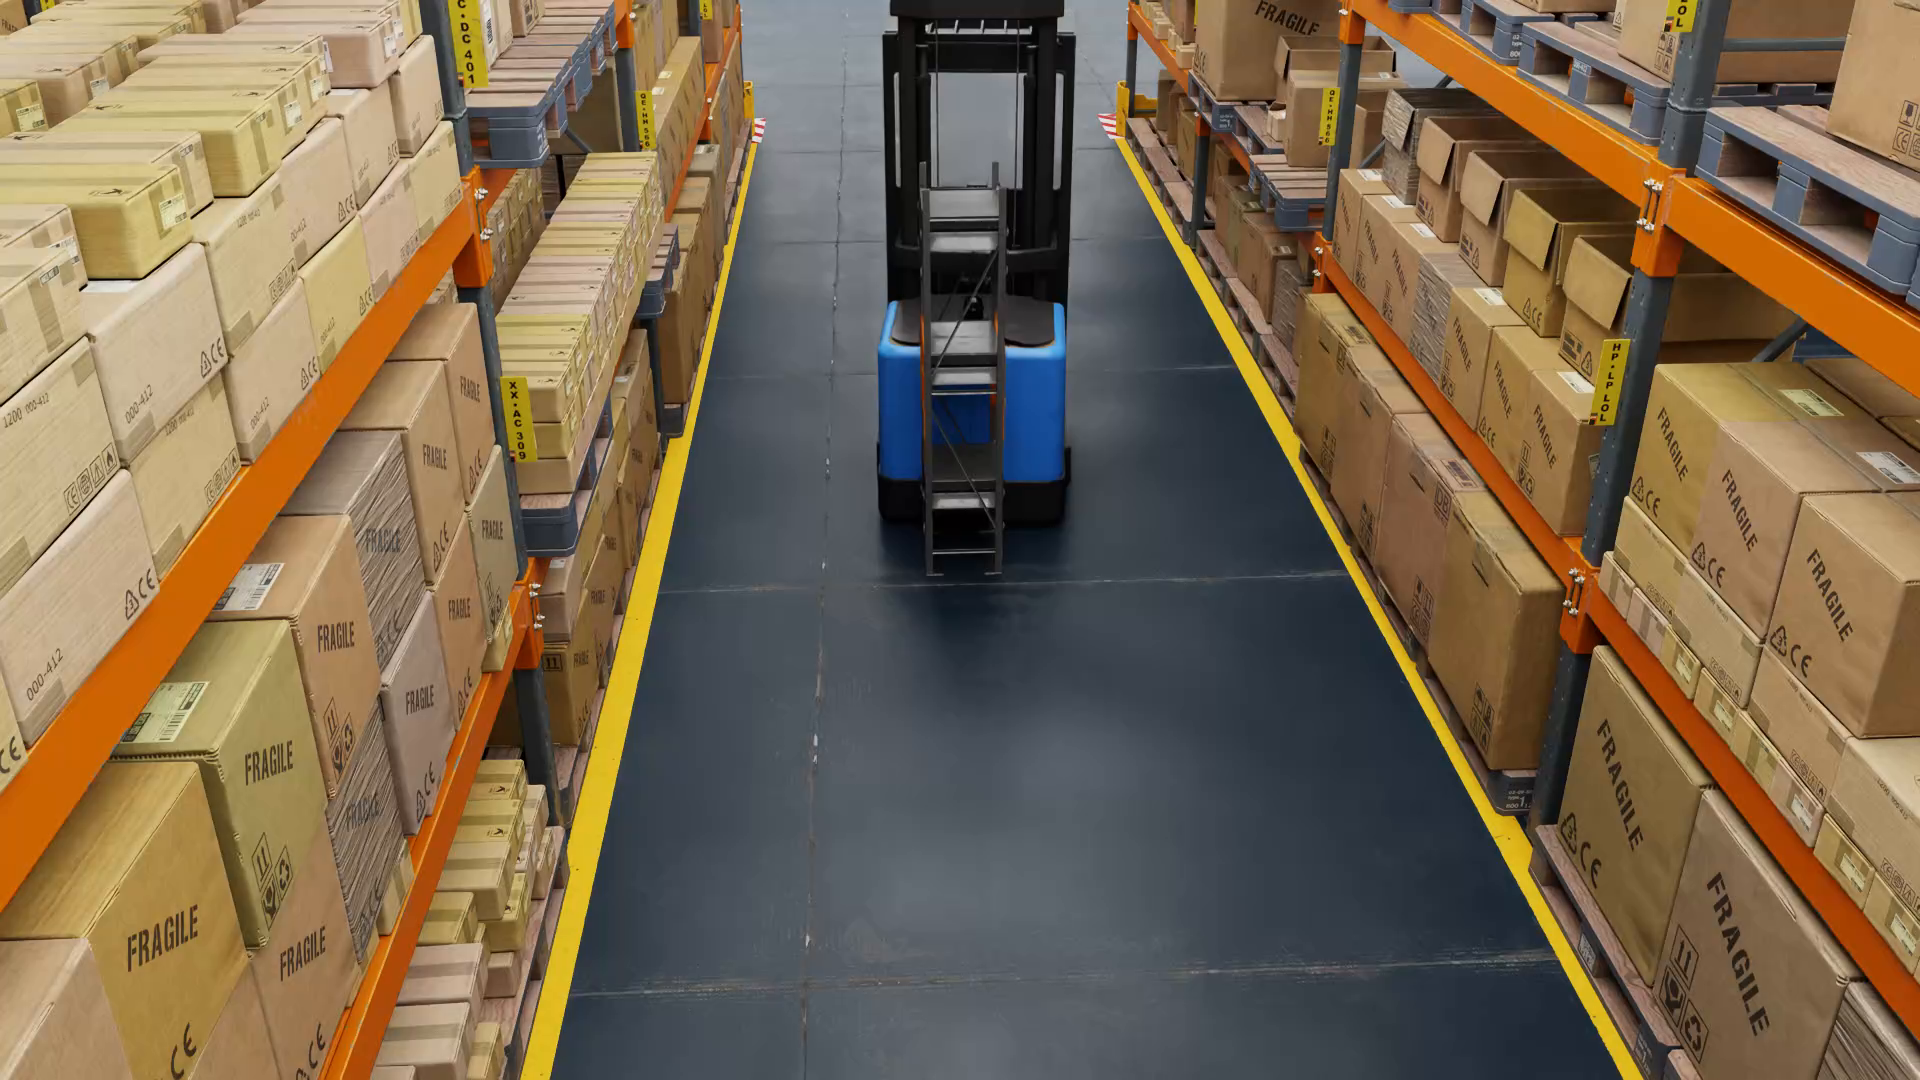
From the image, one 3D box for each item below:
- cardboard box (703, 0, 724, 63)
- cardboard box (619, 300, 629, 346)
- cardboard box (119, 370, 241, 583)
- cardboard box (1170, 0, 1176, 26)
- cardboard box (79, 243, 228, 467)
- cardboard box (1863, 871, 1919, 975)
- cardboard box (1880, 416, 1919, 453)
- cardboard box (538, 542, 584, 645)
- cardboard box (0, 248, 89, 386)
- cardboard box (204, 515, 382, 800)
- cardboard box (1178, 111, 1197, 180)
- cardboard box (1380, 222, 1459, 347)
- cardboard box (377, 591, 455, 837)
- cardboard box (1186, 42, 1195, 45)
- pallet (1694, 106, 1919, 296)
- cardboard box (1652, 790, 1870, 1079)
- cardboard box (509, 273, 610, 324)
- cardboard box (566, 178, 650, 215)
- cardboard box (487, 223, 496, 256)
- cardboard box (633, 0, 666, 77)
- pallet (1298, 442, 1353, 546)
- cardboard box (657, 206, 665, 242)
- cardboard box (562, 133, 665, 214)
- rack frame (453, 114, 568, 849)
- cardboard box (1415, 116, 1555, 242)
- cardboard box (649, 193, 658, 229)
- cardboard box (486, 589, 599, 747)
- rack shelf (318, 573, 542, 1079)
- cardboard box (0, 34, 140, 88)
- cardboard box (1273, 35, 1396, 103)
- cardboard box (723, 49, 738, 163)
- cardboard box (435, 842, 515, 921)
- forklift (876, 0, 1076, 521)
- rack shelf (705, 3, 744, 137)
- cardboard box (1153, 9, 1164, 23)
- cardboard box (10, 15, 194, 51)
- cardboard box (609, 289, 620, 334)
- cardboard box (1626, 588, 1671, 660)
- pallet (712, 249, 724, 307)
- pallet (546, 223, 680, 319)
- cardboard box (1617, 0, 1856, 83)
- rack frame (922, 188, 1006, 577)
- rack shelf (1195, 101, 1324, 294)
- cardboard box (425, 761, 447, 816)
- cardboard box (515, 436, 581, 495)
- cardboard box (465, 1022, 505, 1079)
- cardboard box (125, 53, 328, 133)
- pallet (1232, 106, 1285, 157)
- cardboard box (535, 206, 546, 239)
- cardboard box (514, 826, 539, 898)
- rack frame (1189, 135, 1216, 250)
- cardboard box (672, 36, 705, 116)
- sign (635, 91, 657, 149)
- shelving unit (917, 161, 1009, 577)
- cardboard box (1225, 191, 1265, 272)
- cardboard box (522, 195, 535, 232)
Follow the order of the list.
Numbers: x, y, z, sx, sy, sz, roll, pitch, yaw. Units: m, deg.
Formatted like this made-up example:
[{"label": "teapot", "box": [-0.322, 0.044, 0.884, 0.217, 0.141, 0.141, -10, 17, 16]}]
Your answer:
[{"label": "cardboard box", "box": [-2.518, -4.461, 14.398, 0.875, 0.550, 0.550, -1, 28, -3]}, {"label": "cardboard box", "box": [-1.751, -1.012, 7.763, 0.380, 0.149, 0.250, -3, 28, -5]}, {"label": "cardboard box", "box": [-1.729, -0.135, 3.184, 0.500, 0.250, 0.500, -2, 28, -4]}, {"label": "cardboard box", "box": [2.370, -4.870, 14.913, 0.875, 0.500, 0.500, -1, 28, -3]}, {"label": "cardboard box", "box": [-1.704, -0.346, 3.048, 0.500, 0.250, 0.500, -1, 28, -2]}, {"label": "cardboard box", "box": [2.634, 0.999, 4.363, 0.380, 0.149, 0.250, -1, 28, -2]}, {"label": "cardboard box", "box": [3.165, -0.058, 5.147, 0.500, 0.500, 0.500, -1, 28, -2]}, {"label": "cardboard box", "box": [-1.881, 0.218, 7.027, 0.500, 0.250, 0.500, -3, 28, -5]}, {"label": "cardboard box", "box": [-1.636, -0.352, 2.628, 0.380, 0.149, 0.250, -1, 28, -2]}, {"label": "cardboard box", "box": [-1.724, 0.281, 3.957, 0.500, 0.500, 0.500, -2, 28, -4]}, {"label": "cardboard box", "box": [2.305, -3.605, 15.167, 0.500, 0.500, 0.500, -4, 28, -7]}, {"label": "cardboard box", "box": [2.456, -1.283, 8.359, 0.500, 0.500, 0.500, -2, 28, -4]}, {"label": "cardboard box", "box": [-1.749, 0.485, 4.646, 0.500, 0.500, 0.500, -2, 28, -3]}, {"label": "cardboard box", "box": [2.167, -4.237, 14.401, 0.380, 0.149, 0.250, -1, 28, -3]}, {"label": "pallet", "box": [2.884, -1.010, 4.795, 1.003, 0.211, 1.213, -1, 28, -3]}, {"label": "cardboard box", "box": [2.853, 1.381, 5.203, 0.875, 0.875, 0.875, -1, 28, -3]}, {"label": "cardboard box", "box": [-1.724, -1.037, 7.168, 0.380, 0.149, 0.250, -2, 28, -3]}, {"label": "cardboard box", "box": [-1.808, -1.758, 8.551, 0.380, 0.149, 0.250, -1, 28, -1]}, {"label": "cardboard box", "box": [-2.415, -1.385, 7.837, 0.380, 0.149, 0.250, -1, 28, -1]}, {"label": "cardboard box", "box": [-2.438, -3.507, 11.540, 0.700, 0.500, 0.500, -1, 28, -2]}, {"label": "pallet", "box": [2.609, -0.343, 9.678, 1.003, 0.211, 1.213, -1, 28, -3]}, {"label": "cardboard box", "box": [-1.831, -1.730, 9.140, 0.380, 0.149, 0.250, -1, 28, -2]}, {"label": "cardboard box", "box": [-2.069, -2.130, 9.982, 0.500, 0.500, 0.500, -1, 28, -2]}, {"label": "rack frame", "box": [-2.107, -0.024, 6.053, 1.000, 3.000, 0.127, -1, 28, -3]}, {"label": "cardboard box", "box": [2.696, -1.795, 8.255, 0.797, 0.503, 0.637, -1, 28, -1]}, {"label": "cardboard box", "box": [-1.819, -1.738, 8.835, 0.380, 0.149, 0.250, 0, 28, -1]}, {"label": "cardboard box", "box": [-1.880, 0.550, 7.201, 0.500, 0.500, 0.500, 0, 28, -1]}, {"label": "rack shelf", "box": [-2.002, 1.218, 4.449, 1.077, 0.370, 4.000, -1, 28, -3]}, {"label": "cardboard box", "box": [-2.315, -1.184, 4.223, 0.380, 0.149, 0.250, -2, 28, -4]}, {"label": "cardboard box", "box": [2.617, -3.226, 11.625, 0.797, 0.503, 0.637, 1, 28, 3]}, {"label": "cardboard box", "box": [-2.584, -4.092, 15.696, 0.875, 0.875, 0.875, -2, 28, -3]}, {"label": "cardboard box", "box": [-1.755, 1.179, 5.730, 0.380, 0.149, 0.250, -2, 28, -3]}, {"label": "forklift", "box": [0.116, -2.050, 10.010, 1.130, 2.935, 3.031, 1, 28, 2]}, {"label": "rack shelf", "box": [-2.629, -4.324, 15.074, 1.077, 0.370, 4.000, -1, 28, -3]}, {"label": "cardboard box", "box": [2.034, -4.928, 15.727, 0.380, 0.149, 0.250, -1, 28, -3]}, {"label": "cardboard box", "box": [-2.283, -1.305, 4.456, 0.380, 0.149, 0.250, -2, 28, -3]}, {"label": "cardboard box", "box": [-1.741, -1.030, 7.477, 0.380, 0.149, 0.250, -2, 28, -4]}, {"label": "cardboard box", "box": [2.549, 0.280, 5.742, 0.380, 0.149, 0.250, -2, 28, -4]}, {"label": "pallet", "box": [-2.409, -2.128, 13.102, 1.003, 0.211, 1.213, -1, 28, -3]}, {"label": "pallet", "box": [-2.172, -1.460, 9.013, 1.213, 0.211, 1.003, -1, 28, -3]}, {"label": "cardboard box", "box": [2.812, -1.926, 5.893, 0.700, 0.500, 0.500, -1, 28, -1]}, {"label": "rack frame", "box": [0.021, -0.742, 8.401, 0.400, 2.100, 0.015, -1, 28, -3]}, {"label": "rack shelf", "box": [2.539, -2.549, 11.672, 1.077, 0.370, 4.000, -1, 28, -3]}, {"label": "cardboard box", "box": [-1.749, 0.699, 4.938, 0.380, 0.149, 0.250, -3, 28, -5]}, {"label": "cardboard box", "box": [-1.668, -0.292, 6.384, 0.380, 0.149, 0.250, -3, 28, -5]}, {"label": "cardboard box", "box": [-1.692, 1.704, 5.368, 0.380, 0.149, 0.250, -1, 28, -3]}, {"label": "cardboard box", "box": [-1.755, -1.067, 3.999, 0.380, 0.149, 0.250, -2, 28, -5]}, {"label": "pallet", "box": [2.499, -2.773, 11.530, 1.003, 0.211, 1.213, -1, 28, -3]}, {"label": "cardboard box", "box": [-2.494, -1.735, 9.150, 0.380, 0.149, 0.250, -2, 28, -3]}, {"label": "cardboard box", "box": [-1.746, 1.184, 6.043, 0.380, 0.149, 0.250, -3, 28, -5]}, {"label": "rack frame", "box": [2.434, -3.792, 13.277, 1.000, 3.000, 0.127, -1, 28, -3]}, {"label": "cardboard box", "box": [-2.230, -3.529, 12.664, 0.500, 0.500, 0.500, -2, 28, -3]}, {"label": "sign", "box": [-1.774, -2.367, 9.379, 0.100, 0.325, 0.005, -1, 28, -3]}, {"label": "shelving unit", "box": [0.009, -0.854, 8.618, 0.431, 2.100, 0.503, -1, 28, -3]}, {"label": "cardboard box", "box": [2.451, -2.374, 12.785, 0.700, 0.500, 0.500, -2, 28, -3]}, {"label": "cardboard box", "box": [-2.475, -1.725, 8.810, 0.380, 0.149, 0.250, 0, 28, 0]}]
